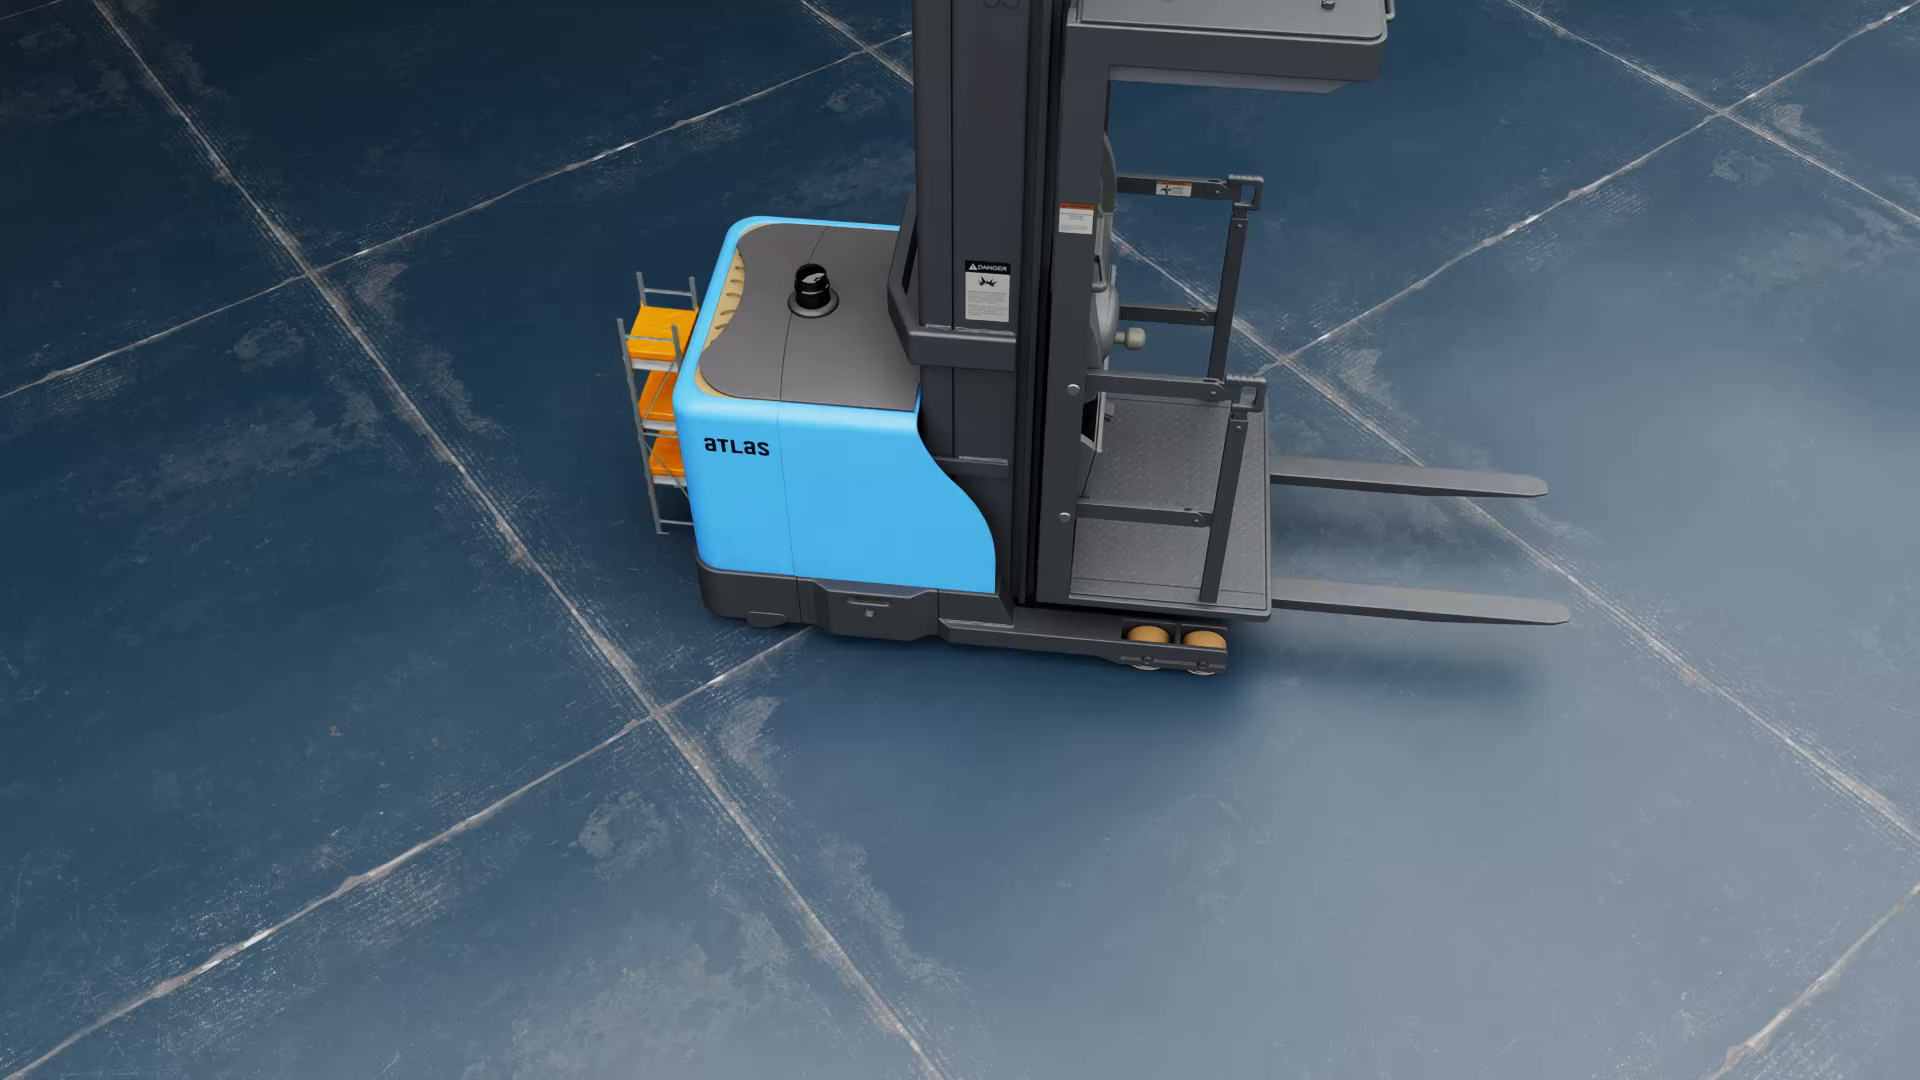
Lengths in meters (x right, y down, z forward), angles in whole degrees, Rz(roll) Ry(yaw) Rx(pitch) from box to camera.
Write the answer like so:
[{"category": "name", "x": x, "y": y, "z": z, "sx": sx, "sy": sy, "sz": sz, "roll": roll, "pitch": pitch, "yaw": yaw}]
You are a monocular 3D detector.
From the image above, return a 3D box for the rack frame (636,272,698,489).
[{"category": "rack frame", "x": -1.005, "y": -0.546, "z": 6.036, "sx": 0.200, "sy": 1.050, "sz": 0.008, "roll": 6, "pitch": 48, "yaw": 5}]

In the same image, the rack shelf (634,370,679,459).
[{"category": "rack shelf", "x": -1.021, "y": -0.450, "z": 5.962, "sx": 0.215, "sy": 0.259, "sz": 0.240, "roll": 6, "pitch": 48, "yaw": 5}]

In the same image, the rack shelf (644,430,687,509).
[{"category": "rack shelf", "x": -1.024, "y": -0.263, "z": 6.168, "sx": 0.215, "sy": 0.259, "sz": 0.240, "roll": 6, "pitch": 48, "yaw": 5}]

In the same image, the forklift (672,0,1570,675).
[{"category": "forklift", "x": 0.626, "y": -0.931, "z": 5.116, "sx": 3.031, "sy": 2.935, "sz": 1.130, "roll": 5, "pitch": 48, "yaw": 4}]

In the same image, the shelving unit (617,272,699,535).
[{"category": "shelving unit", "x": -1.021, "y": -0.457, "z": 5.954, "sx": 0.215, "sy": 1.050, "sz": 0.252, "roll": 6, "pitch": 48, "yaw": 5}]

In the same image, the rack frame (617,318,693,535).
[{"category": "rack frame", "x": -1.037, "y": -0.367, "z": 5.873, "sx": 0.200, "sy": 1.050, "sz": 0.008, "roll": 6, "pitch": 48, "yaw": 5}]

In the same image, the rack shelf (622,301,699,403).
[{"category": "rack shelf", "x": -1.019, "y": -0.640, "z": 5.752, "sx": 0.215, "sy": 0.259, "sz": 0.240, "roll": 6, "pitch": 48, "yaw": 5}]
